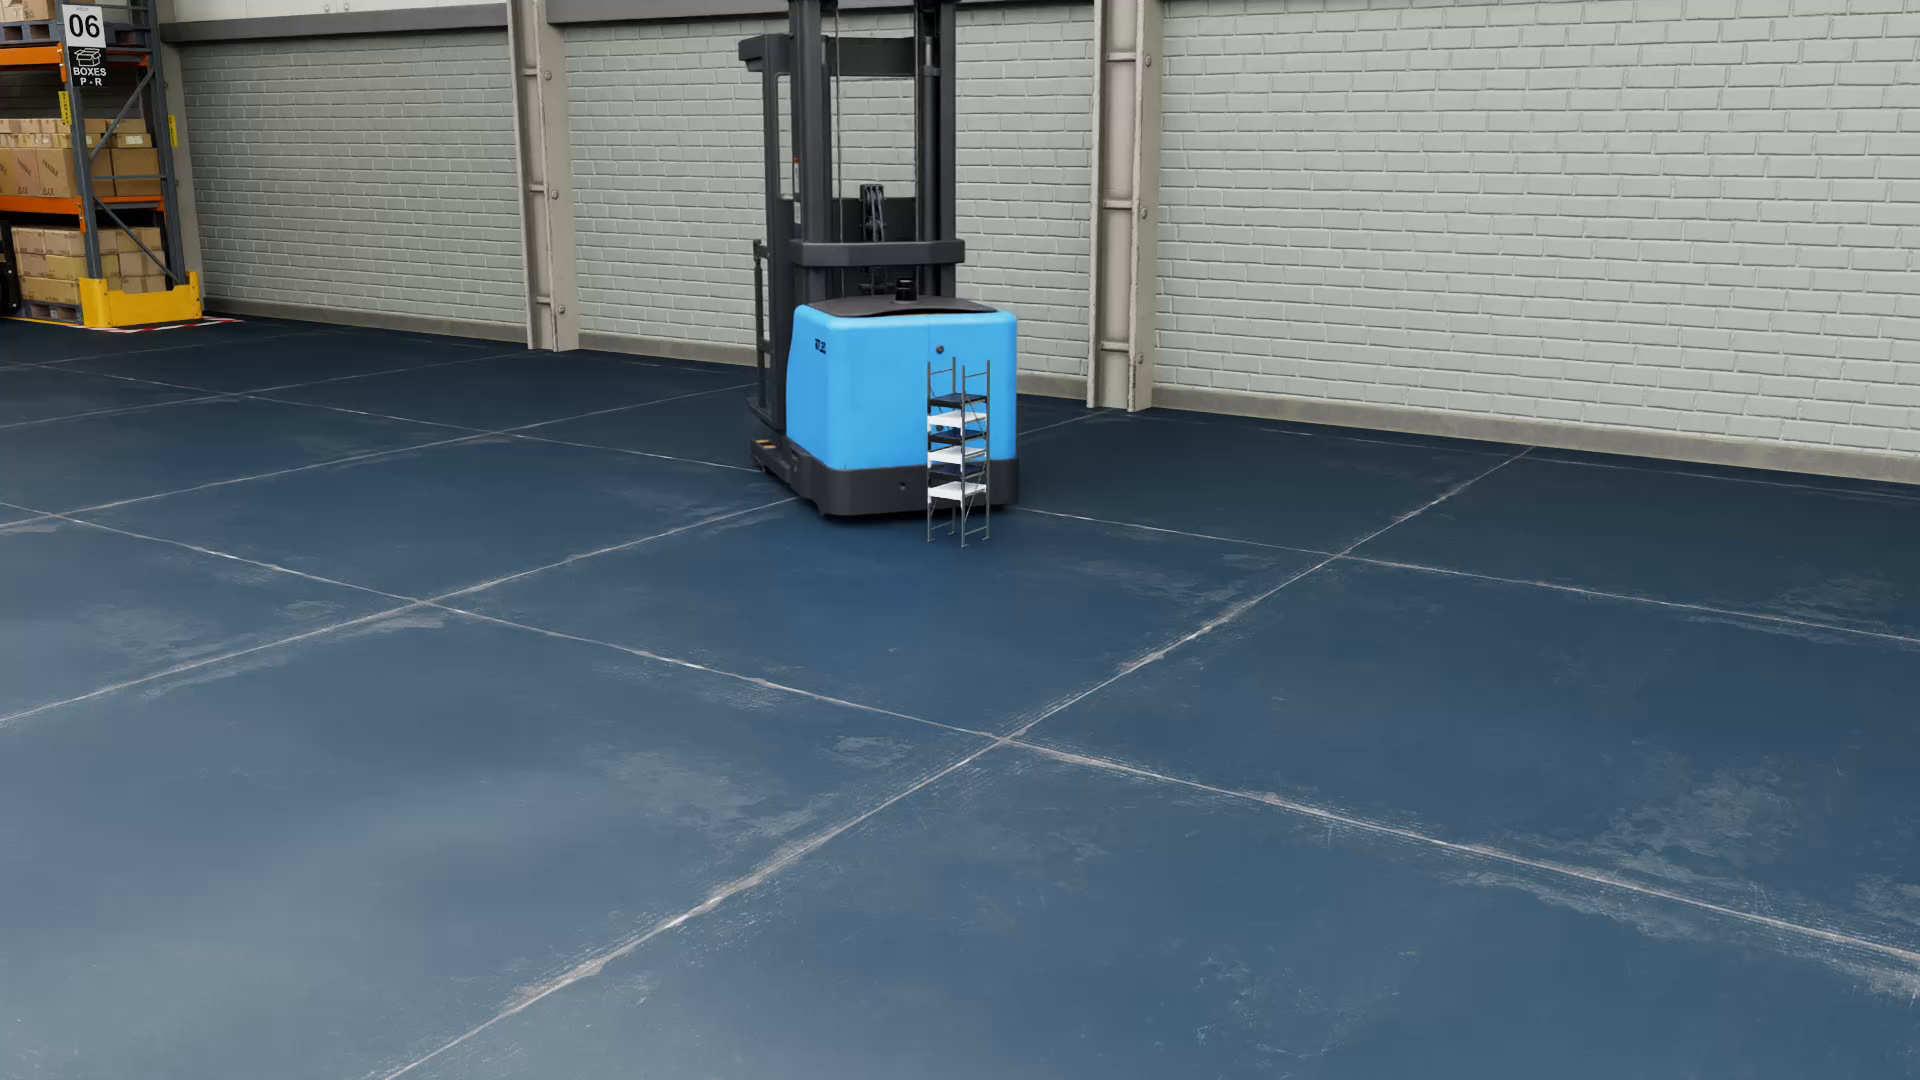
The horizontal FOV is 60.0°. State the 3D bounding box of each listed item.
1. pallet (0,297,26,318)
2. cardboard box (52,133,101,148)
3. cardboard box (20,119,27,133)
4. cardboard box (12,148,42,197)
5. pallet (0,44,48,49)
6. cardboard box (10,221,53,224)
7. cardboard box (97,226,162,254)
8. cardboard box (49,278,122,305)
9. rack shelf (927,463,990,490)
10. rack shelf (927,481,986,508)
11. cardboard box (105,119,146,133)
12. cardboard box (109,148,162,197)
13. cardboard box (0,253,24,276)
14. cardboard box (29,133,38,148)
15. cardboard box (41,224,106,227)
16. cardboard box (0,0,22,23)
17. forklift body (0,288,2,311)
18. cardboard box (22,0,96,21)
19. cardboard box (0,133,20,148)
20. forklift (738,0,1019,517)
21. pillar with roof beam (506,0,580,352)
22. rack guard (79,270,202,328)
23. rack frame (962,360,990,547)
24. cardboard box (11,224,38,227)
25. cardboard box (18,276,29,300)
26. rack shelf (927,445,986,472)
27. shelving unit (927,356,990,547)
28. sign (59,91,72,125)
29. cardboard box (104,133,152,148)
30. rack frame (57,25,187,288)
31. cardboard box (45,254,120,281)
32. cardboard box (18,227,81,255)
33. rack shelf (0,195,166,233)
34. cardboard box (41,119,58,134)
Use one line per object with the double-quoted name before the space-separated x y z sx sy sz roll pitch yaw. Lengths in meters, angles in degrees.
"pallet" -10.364 -2.685 18.732 1.213 0.211 1.003 9 17 33
"cardboard box" -9.142 -4.135 17.227 0.250 0.149 0.380 9 17 34
"cardboard box" -9.732 -4.400 17.676 0.250 0.149 0.380 9 17 33
"cardboard box" -9.679 -3.915 17.686 0.500 0.500 0.500 10 17 35
"pallet" -10.287 -5.458 18.069 1.213 0.211 1.003 9 17 33
"cardboard box" -10.660 -3.509 19.023 0.500 0.250 0.500 9 17 33
"cardboard box" -8.991 -3.238 17.927 0.500 0.250 0.500 9 16 32
"cardboard box" -9.265 -2.650 17.635 0.500 0.250 0.500 9 17 33
"rack shelf" -0.007 -0.318 8.249 0.200 0.077 0.258 9 17 33
"rack shelf" -0.007 -0.231 8.271 0.200 0.077 0.258 9 17 33
"cardboard box" -8.858 -4.376 17.583 0.250 0.149 0.380 9 16 32
"cardboard box" -8.954 -3.951 17.835 0.500 0.500 0.500 10 17 35
"cardboard box" -10.127 -3.030 18.129 0.500 0.250 0.500 9 16 32
"cardboard box" -9.552 -4.210 17.531 0.250 0.149 0.380 10 17 34
"cardboard box" -9.817 -3.373 18.475 0.500 0.250 0.500 9 17 32
"cardboard box" -9.766 -5.509 17.290 0.258 0.266 0.396 9 17 33
"forklift body" -11.290 -3.260 17.014 1.214 2.155 2.313 9 17 33
"cardboard box" -9.202 -5.549 16.963 0.500 0.500 0.500 10 17 35
"cardboard box" -9.999 -4.272 17.781 0.250 0.149 0.380 9 16 31
"forklift" -0.643 -1.854 9.712 1.130 2.935 3.031 -5 15 -18
"pillar with roof beam" -6.197 -5.303 11.019 0.400 9.000 9.100 9 17 33
"rack guard" -8.678 -2.564 17.642 0.348 0.500 1.175 9 17 33
"rack frame" 0.078 -0.424 8.164 0.006 0.900 0.240 9 17 33
"cardboard box" -10.522 -3.337 18.330 0.500 0.250 0.500 9 16 32
"cardboard box" -10.082 -2.788 18.190 0.500 0.250 0.500 9 17 33
"rack shelf" -0.007 -0.406 8.227 0.200 0.077 0.258 9 17 33
"shelving unit" -0.007 -0.438 8.219 0.210 0.900 0.258 9 17 33
"sign" -9.013 -4.352 16.757 0.005 0.325 0.100 9 17 33
"cardboard box" -8.835 -4.242 17.657 0.250 0.149 0.380 9 16 31
"rack frame" -8.698 -3.781 17.355 0.127 3.000 1.000 9 17 33
"cardboard box" -9.277 -2.896 17.586 0.500 0.250 0.500 9 16 32
"cardboard box" -9.681 -3.202 17.785 0.500 0.250 0.500 10 17 34
"rack shelf" -10.358 -3.700 18.525 4.000 0.370 1.077 9 17 33
"cardboard box" -9.335 -4.322 17.362 0.250 0.149 0.380 9 17 33
